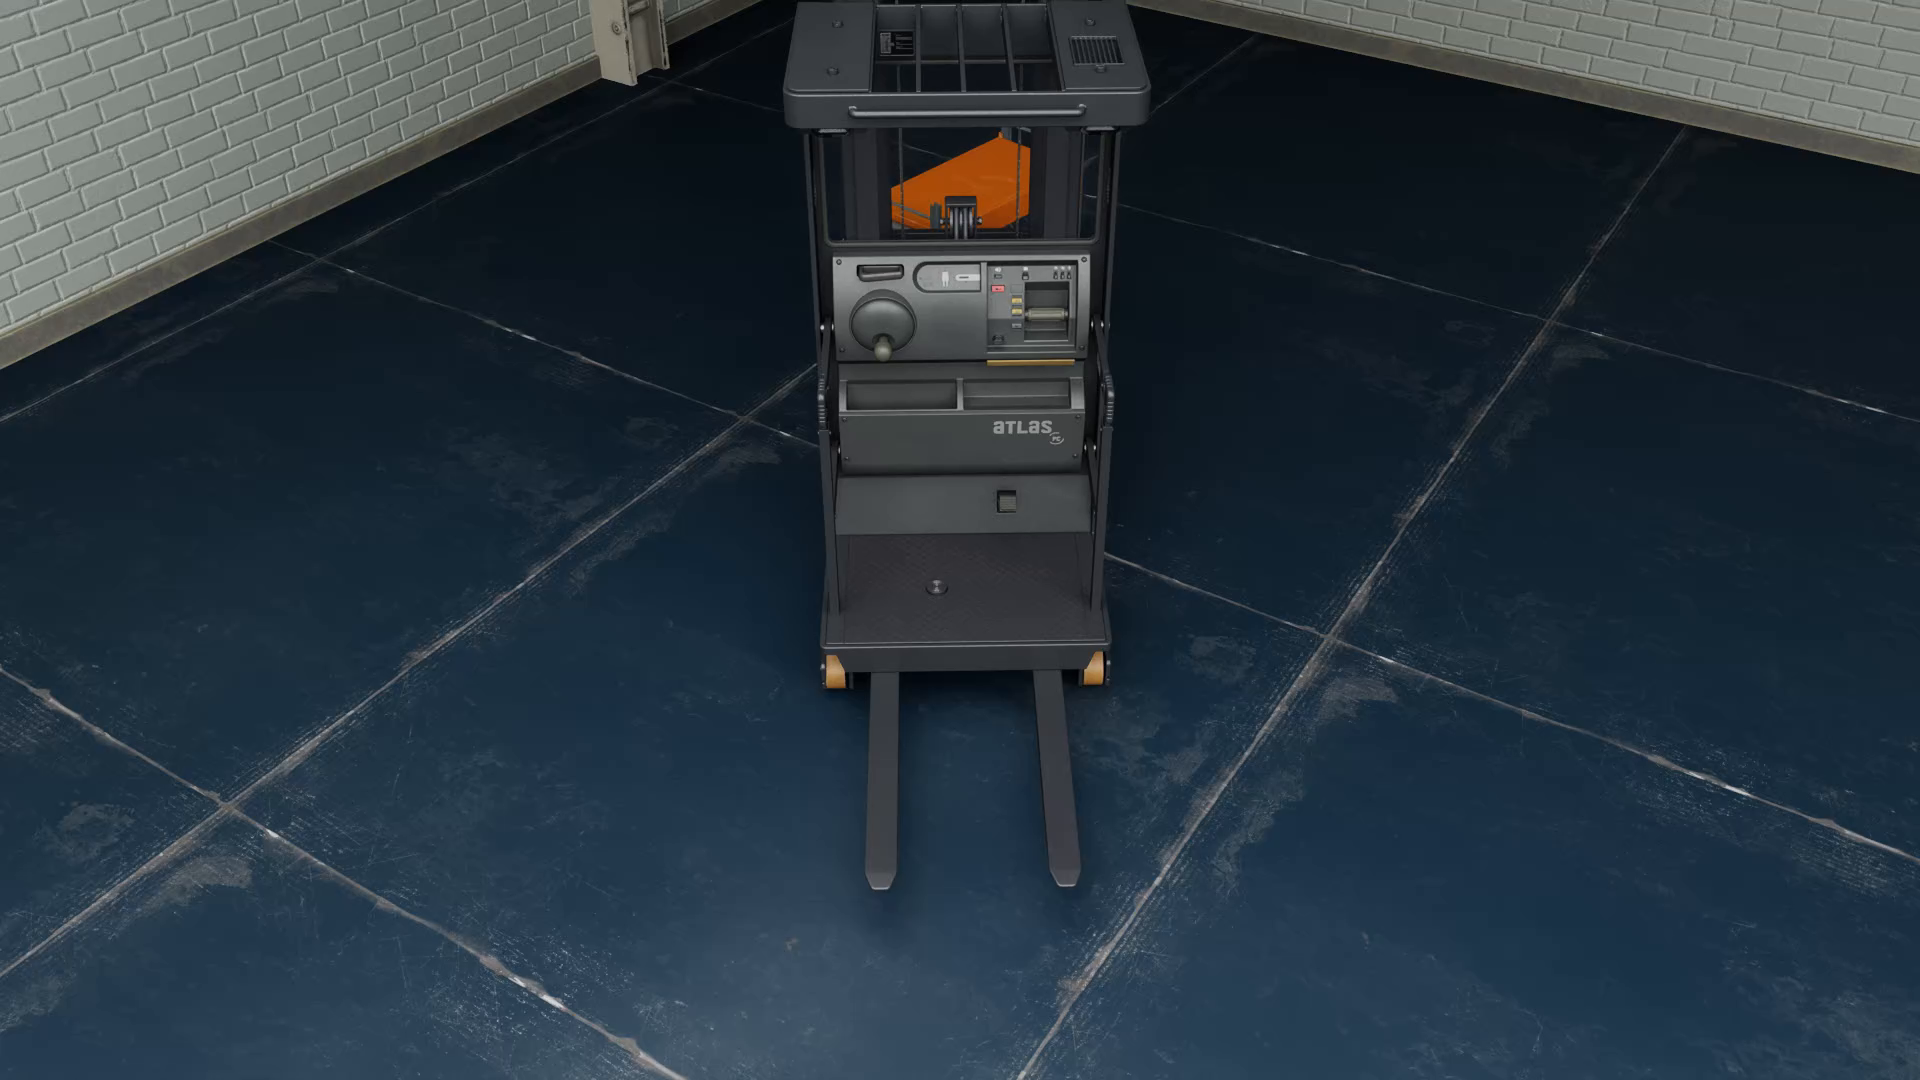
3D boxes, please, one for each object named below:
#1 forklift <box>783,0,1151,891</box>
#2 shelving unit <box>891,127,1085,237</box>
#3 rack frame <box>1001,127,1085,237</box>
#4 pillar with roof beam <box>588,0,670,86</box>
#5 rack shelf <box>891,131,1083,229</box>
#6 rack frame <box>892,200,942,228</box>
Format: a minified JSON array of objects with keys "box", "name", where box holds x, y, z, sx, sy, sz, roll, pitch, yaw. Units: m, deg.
[{"box":[0.013,-0.776,5.856,1.130,2.935,3.031,-1,38,-1],"name":"forklift"},{"box":[0.062,-1.359,8.091,0.538,1.125,1.048,29,46,32],"name":"shelving unit"},{"box":[0.400,-1.590,8.392,0.500,1.125,0.032,29,46,32],"name":"rack frame"},{"box":[1.400,-5.372,6.849,9.100,9.000,0.400,21,42,25],"name":"pillar with roof beam"},{"box":[0.062,-1.591,7.913,0.538,0.278,1.000,29,46,32],"name":"rack shelf"},{"box":[-0.277,-1.127,7.791,0.500,1.125,0.032,29,46,32],"name":"rack frame"}]
